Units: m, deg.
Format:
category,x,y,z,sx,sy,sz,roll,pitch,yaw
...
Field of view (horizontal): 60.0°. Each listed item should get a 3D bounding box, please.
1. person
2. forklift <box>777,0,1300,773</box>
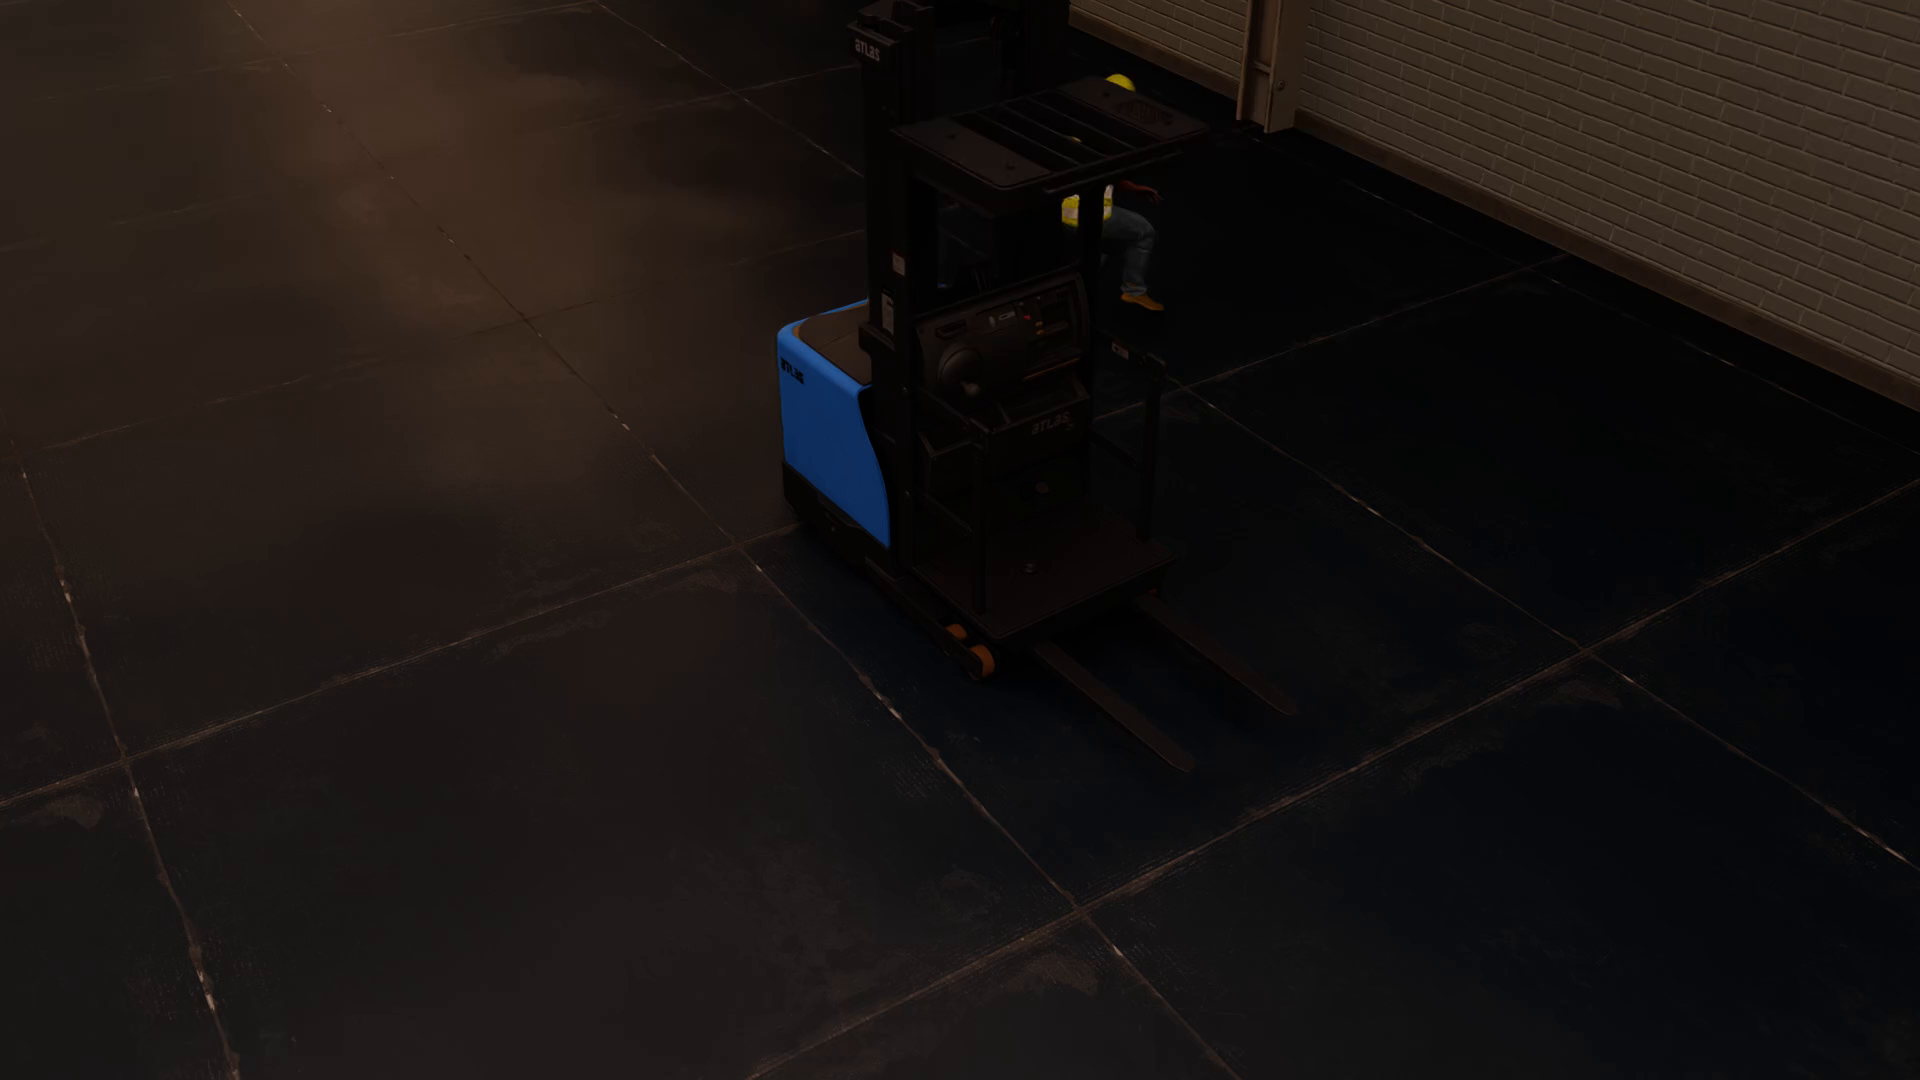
category,x,y,z,sx,sy,sz,roll,pitch,yaw
person,0.962,-2.071,10.316,0.797,1.556,0.807,-11,37,-15
forklift,0.330,-0.865,7.379,1.130,2.935,3.031,-23,41,-29
